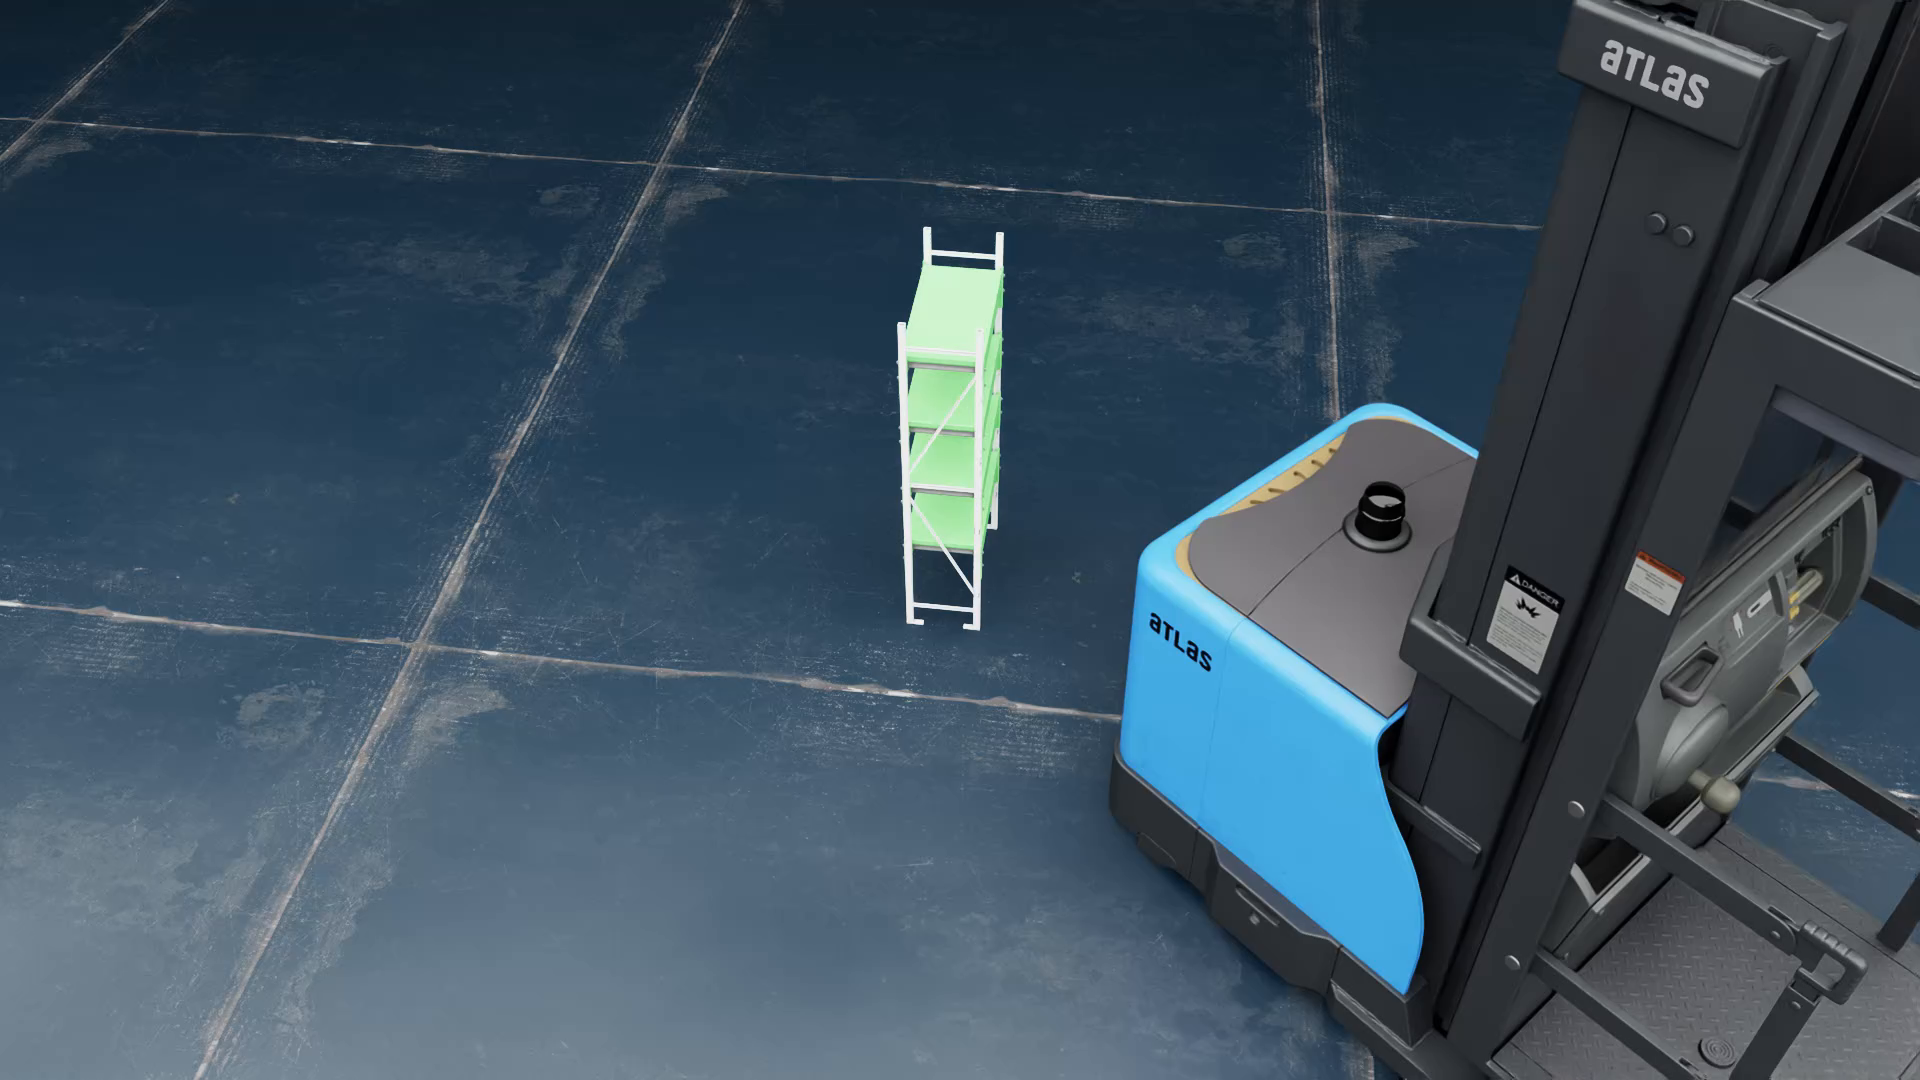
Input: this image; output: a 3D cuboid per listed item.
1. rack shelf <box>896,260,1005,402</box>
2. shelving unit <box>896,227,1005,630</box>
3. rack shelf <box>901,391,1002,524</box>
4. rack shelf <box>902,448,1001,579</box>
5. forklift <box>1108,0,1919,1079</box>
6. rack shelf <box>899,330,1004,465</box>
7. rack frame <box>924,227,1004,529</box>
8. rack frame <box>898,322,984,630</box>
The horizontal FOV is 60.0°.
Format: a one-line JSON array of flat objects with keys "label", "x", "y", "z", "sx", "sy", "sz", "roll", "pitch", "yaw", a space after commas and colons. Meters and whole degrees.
[{"label": "rack shelf", "x": -0.022, "y": -0.625, "z": 4.932, "sx": 0.258, "sy": 0.148, "sz": 0.480, "roll": 5, "pitch": 44, "yaw": 6}, {"label": "shelving unit", "x": -0.022, "y": -0.323, "z": 5.218, "sx": 0.258, "sy": 1.200, "sz": 0.503, "roll": 5, "pitch": 44, "yaw": 6}, {"label": "rack shelf", "x": -0.022, "y": -0.276, "z": 5.262, "sx": 0.258, "sy": 0.148, "sz": 0.480, "roll": 5, "pitch": 44, "yaw": 6}, {"label": "rack shelf", "x": -0.022, "y": -0.102, "z": 5.427, "sx": 0.258, "sy": 0.148, "sz": 0.480, "roll": 5, "pitch": 44, "yaw": 6}, {"label": "forklift", "x": 1.780, "y": 0.291, "z": 3.311, "sx": 1.130, "sy": 2.935, "sz": 3.031, "roll": -31, "pitch": 52, "yaw": -29}, {"label": "rack shelf", "x": -0.022, "y": -0.451, "z": 5.097, "sx": 0.258, "sy": 0.148, "sz": 0.480, "roll": 5, "pitch": 44, "yaw": 6}, {"label": "rack frame", "x": 0.010, "y": -0.489, "z": 5.394, "sx": 0.240, "sy": 1.200, "sz": 0.015, "roll": 5, "pitch": 44, "yaw": 6}, {"label": "rack frame", "x": -0.054, "y": -0.157, "z": 5.043, "sx": 0.240, "sy": 1.200, "sz": 0.015, "roll": 5, "pitch": 44, "yaw": 6}]
